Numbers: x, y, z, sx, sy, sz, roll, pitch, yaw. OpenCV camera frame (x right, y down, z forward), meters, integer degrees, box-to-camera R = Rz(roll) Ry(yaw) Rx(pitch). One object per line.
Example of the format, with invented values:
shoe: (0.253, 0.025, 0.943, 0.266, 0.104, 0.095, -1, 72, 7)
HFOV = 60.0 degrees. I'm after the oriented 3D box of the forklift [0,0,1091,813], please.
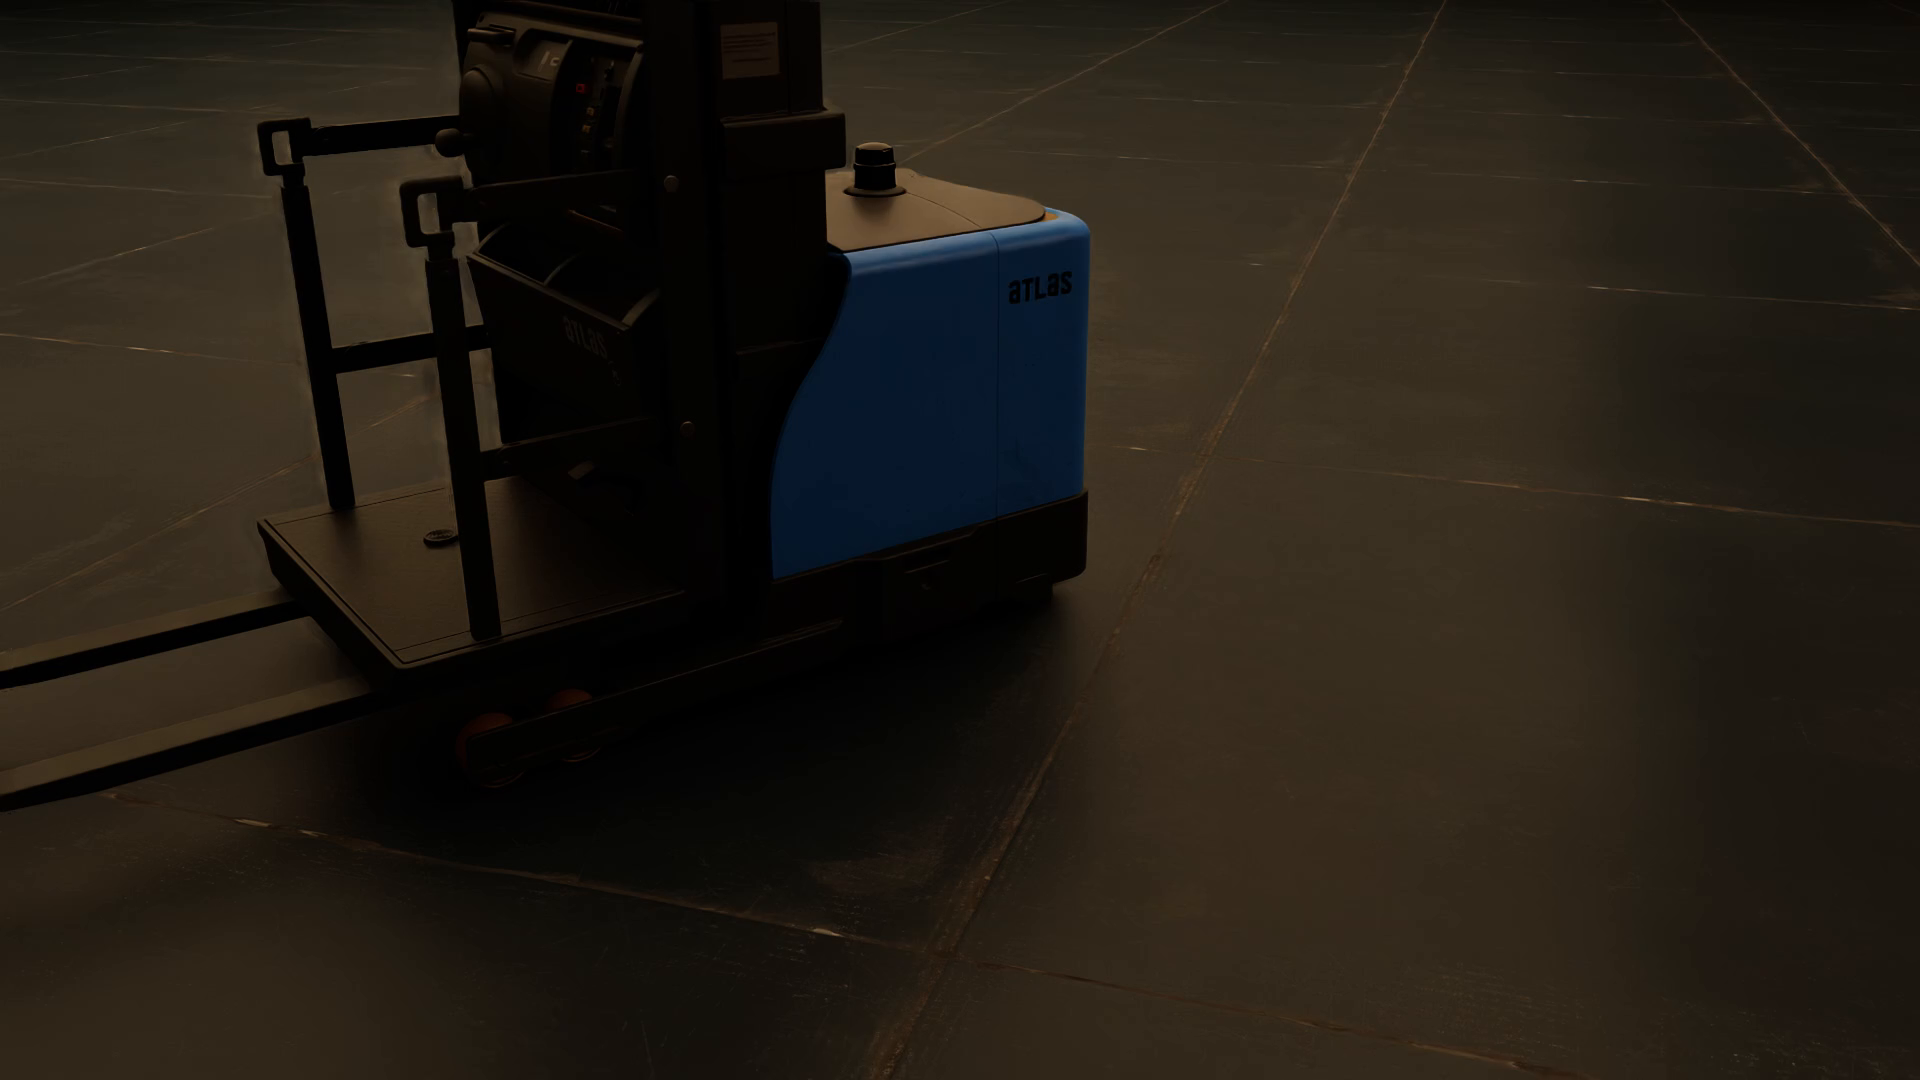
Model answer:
forklift: (-1.126, -1.022, 3.756, 3.031, 2.935, 1.130, -16, 27, -33)
